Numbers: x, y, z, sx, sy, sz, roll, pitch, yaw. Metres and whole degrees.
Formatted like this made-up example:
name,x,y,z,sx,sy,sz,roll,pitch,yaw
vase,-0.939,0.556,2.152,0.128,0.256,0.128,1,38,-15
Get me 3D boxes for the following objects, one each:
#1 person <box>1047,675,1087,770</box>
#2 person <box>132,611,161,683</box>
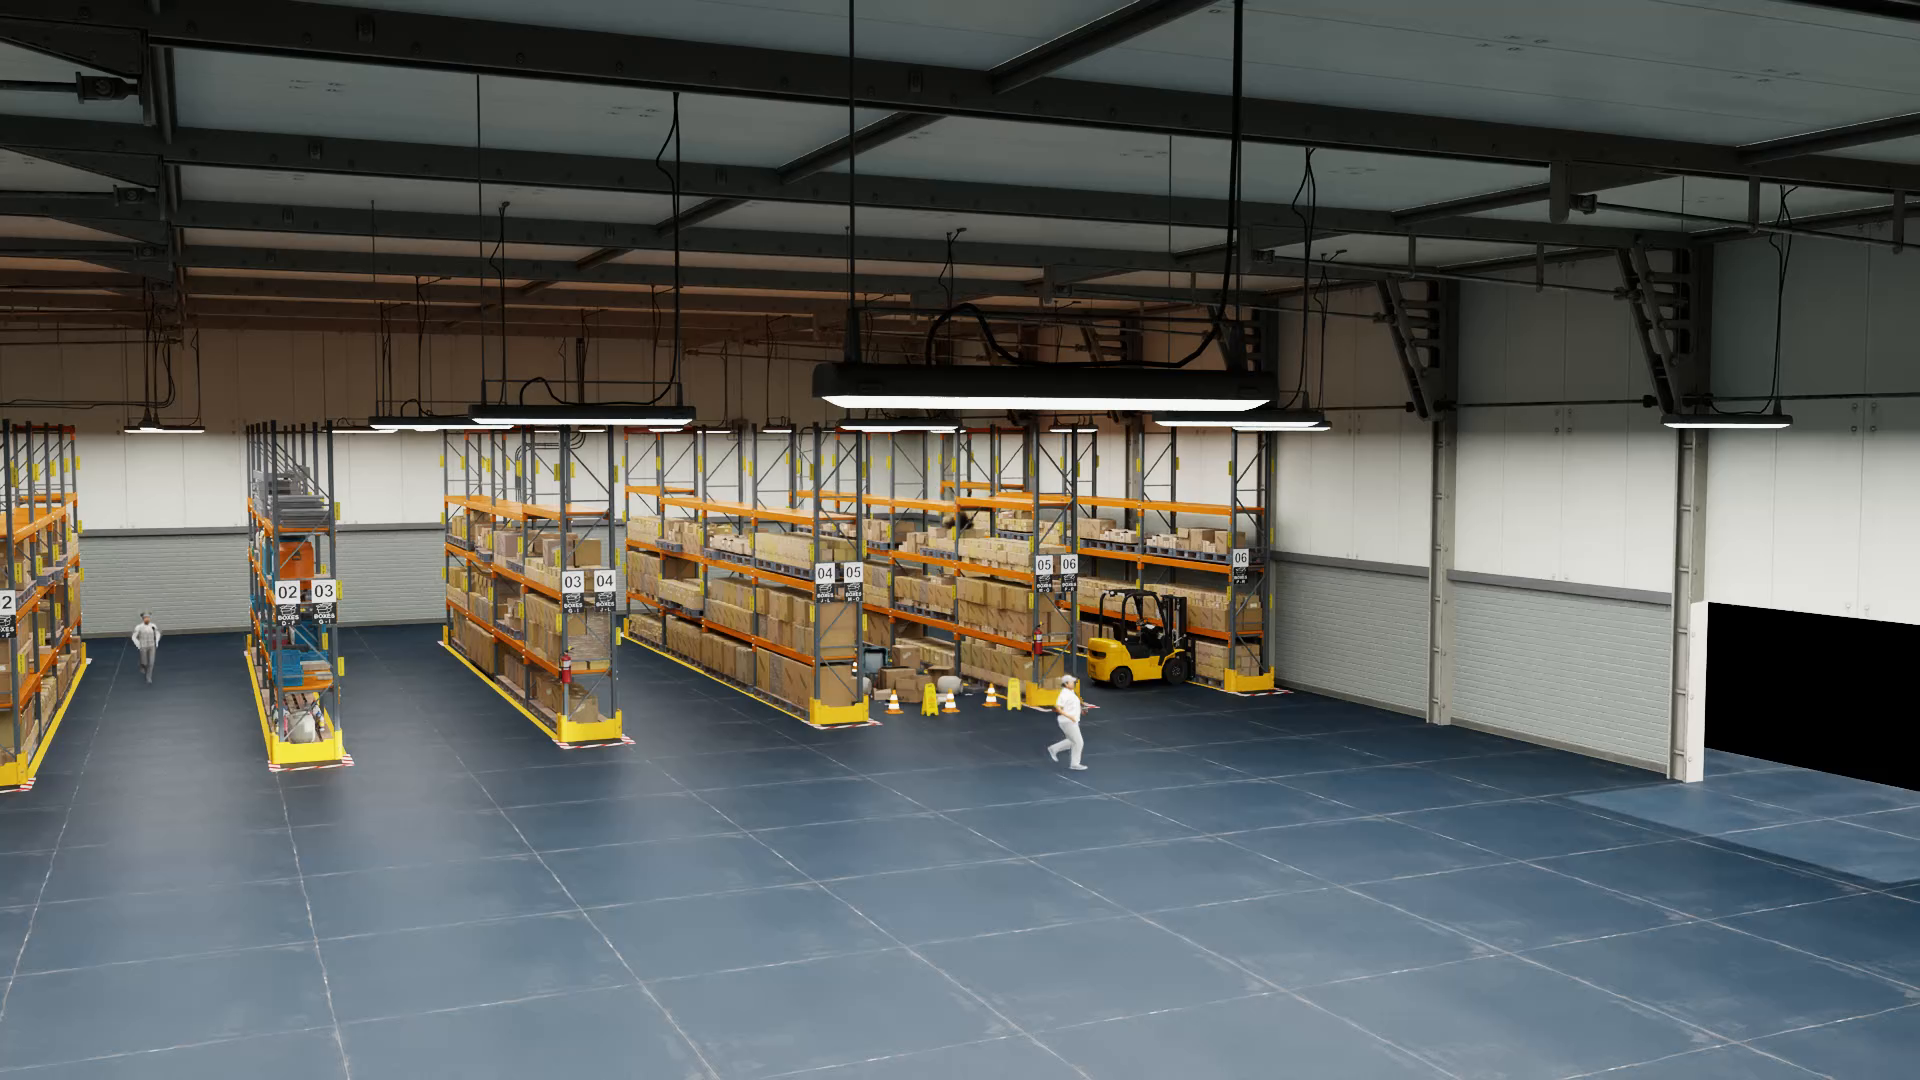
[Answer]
name,x,y,z,sx,sy,sz,roll,pitch,yaw
person,1.835,3.130,28.570,0.727,1.610,0.615,1,4,15
person,-18.934,2.485,38.735,0.619,1.660,0.647,-3,4,-37
